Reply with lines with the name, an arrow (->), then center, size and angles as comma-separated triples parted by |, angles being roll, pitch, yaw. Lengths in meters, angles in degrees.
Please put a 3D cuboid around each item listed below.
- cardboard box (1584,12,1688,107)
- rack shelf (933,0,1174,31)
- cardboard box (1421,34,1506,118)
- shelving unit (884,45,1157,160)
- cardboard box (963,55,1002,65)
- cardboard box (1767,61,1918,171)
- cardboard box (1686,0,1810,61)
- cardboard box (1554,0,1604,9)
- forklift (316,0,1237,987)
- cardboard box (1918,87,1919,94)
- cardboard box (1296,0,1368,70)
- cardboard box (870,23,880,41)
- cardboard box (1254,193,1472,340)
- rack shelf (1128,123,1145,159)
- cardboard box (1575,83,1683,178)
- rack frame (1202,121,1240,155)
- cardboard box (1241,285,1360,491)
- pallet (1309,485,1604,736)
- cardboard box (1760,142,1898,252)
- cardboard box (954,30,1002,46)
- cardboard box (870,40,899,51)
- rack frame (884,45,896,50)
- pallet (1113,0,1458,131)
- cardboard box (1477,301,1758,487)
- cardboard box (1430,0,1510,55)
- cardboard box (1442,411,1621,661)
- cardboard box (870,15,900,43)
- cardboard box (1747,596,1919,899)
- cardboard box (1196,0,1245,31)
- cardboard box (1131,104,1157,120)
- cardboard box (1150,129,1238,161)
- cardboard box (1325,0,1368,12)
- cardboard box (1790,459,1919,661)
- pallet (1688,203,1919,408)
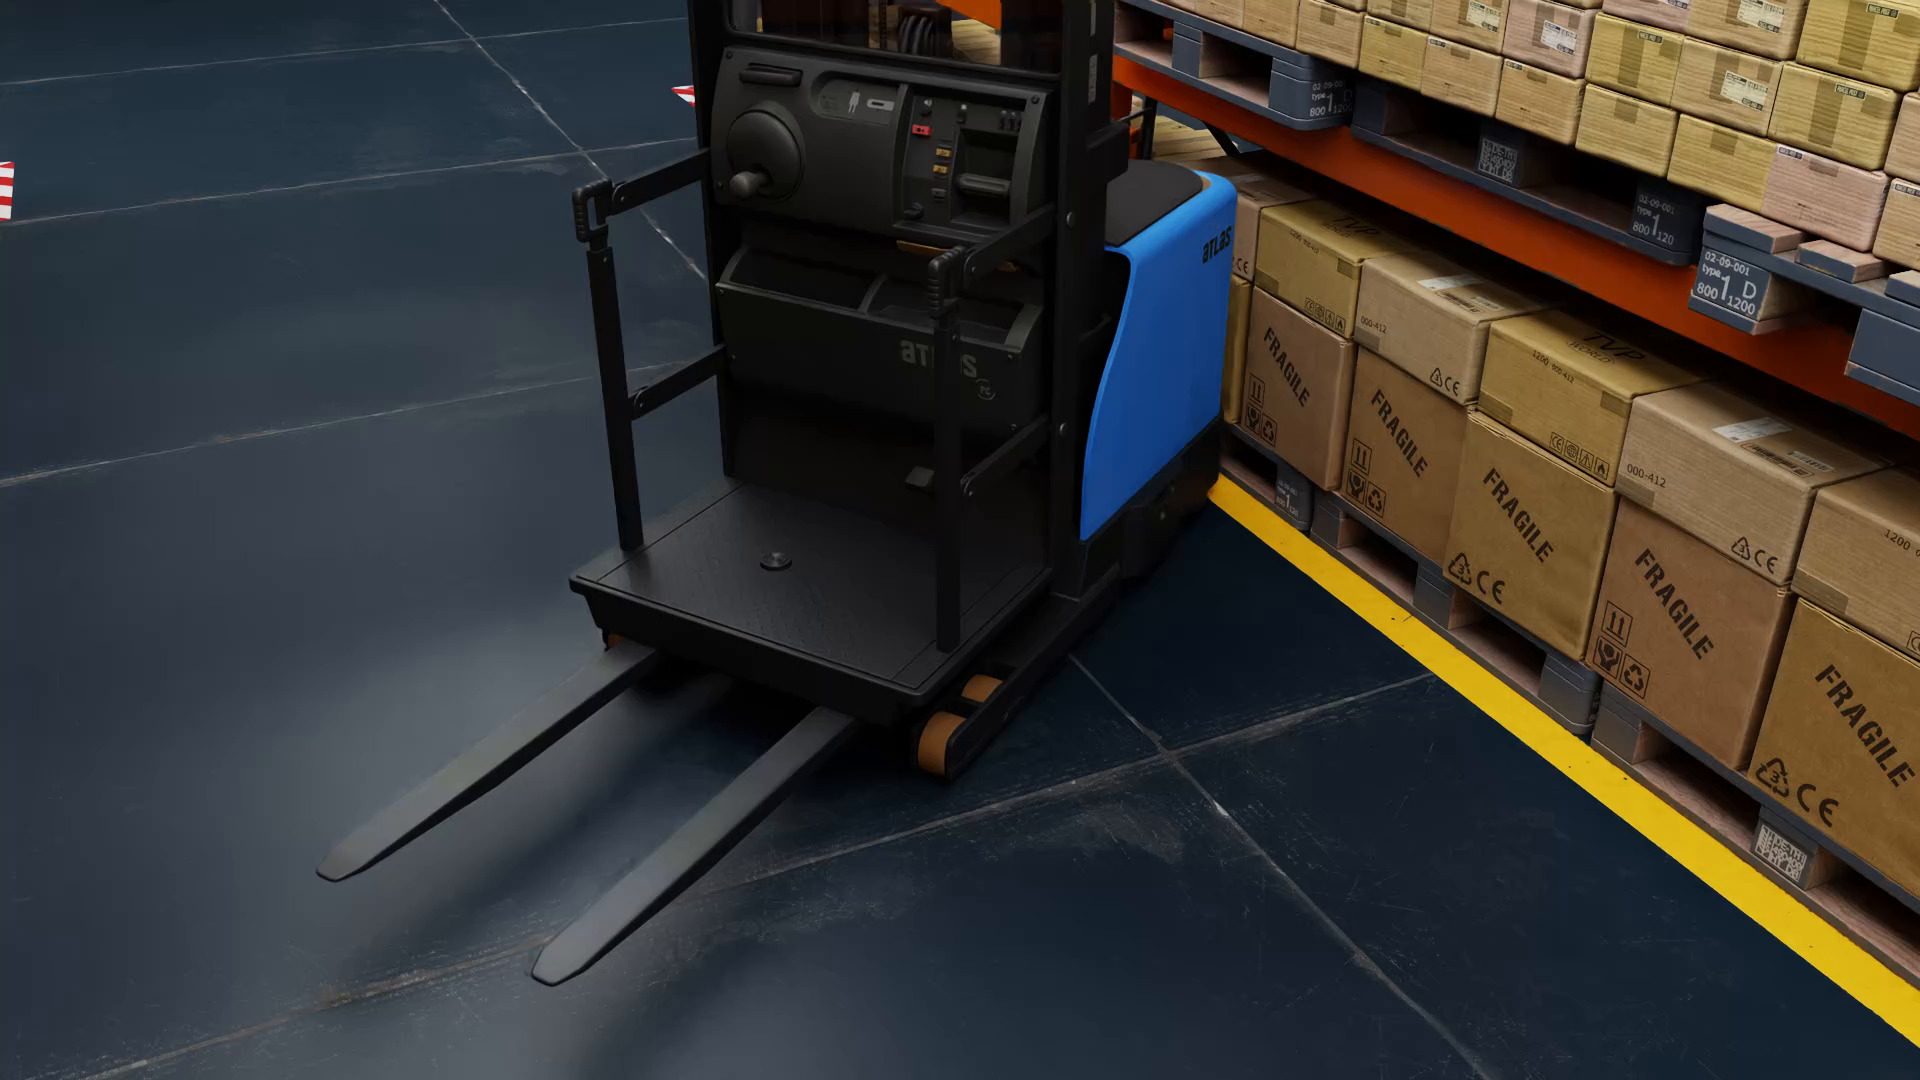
cardboard box -> 1.592, -1.058, 3.594 | 0.380, 0.149, 0.250 | -13, 32, -22
rack shelf -> 0.083, -2.615, 7.582 | 1.077, 0.370, 4.000 | -13, 32, -22
cardboard box -> 1.366, -1.161, 4.080 | 0.380, 0.149, 0.250 | -15, 32, -24
shelving unit -> 0.062, -1.078, 5.890 | 1.048, 1.125, 0.538 | 15, 27, 22
cardboard box -> 0.195, -2.245, 8.065 | 0.380, 0.149, 0.250 | -14, 32, -24
cardboard box -> 1.804, -0.837, 3.200 | 0.380, 0.149, 0.250 | -12, 32, -21
cardboard box -> 1.698, -1.076, 3.321 | 0.380, 0.149, 0.250 | -12, 31, -21
cardboard box -> 1.481, -1.303, 3.726 | 0.380, 0.149, 0.250 | -12, 31, -20
forklift -> -0.324, -0.936, 3.923 | 1.130, 2.935, 3.031 | 16, 33, 26
cardboard box -> 1.929, -0.843, 2.906 | 0.380, 0.149, 0.250 | -13, 32, -23
cardboard box -> 1.140, -1.392, 4.493 | 0.380, 0.149, 0.250 | -15, 32, -24
cardboard box -> -0.631, -2.612, 8.718 | 0.380, 0.149, 0.250 | -12, 32, -21
cardboard box -> 1.251, -0.849, 5.056 | 0.500, 0.250, 0.500 | -12, 32, -21
rack shelf -> 0.082, -1.343, 5.766 | 1.000, 0.278, 0.538 | 15, 27, 22
cardboard box -> 1.595, -0.926, 3.662 | 0.380, 0.149, 0.250 | -15, 32, -24
rack frame -> 0.942, -2.045, 5.830 | 1.000, 3.000, 0.127 | -13, 32, -22
cardboard box -> 1.248, -0.523, 5.241 | 0.500, 0.500, 0.500 | -12, 31, -20
pallet -> 1.805, 0.054, 4.937 | 1.003, 0.211, 1.213 | -13, 32, -22
cardboard box -> 1.816, -0.697, 3.253 | 0.380, 0.149, 0.250 | -13, 32, -21
cardboard box -> 0.016, -2.492, 8.505 | 0.380, 0.149, 0.250 | -14, 32, -24
cardboard box -> -0.457, -2.382, 8.308 | 0.380, 0.149, 0.250 | -15, 32, -24
rack frame -> -0.394, -1.202, 6.079 | 0.032, 1.125, 0.500 | 15, 27, 22
pallet -> 1.138, -1.593, 5.221 | 1.003, 0.211, 1.213 | -13, 32, -22
cardboard box -> 1.698, -0.394, 4.245 | 0.500, 0.250, 0.500 | -12, 32, -21
cardboard box -> 1.369, -1.287, 4.002 | 0.380, 0.149, 0.250 | -14, 32, -23
cardboard box -> 1.679, -0.067, 4.429 | 0.500, 0.500, 0.500 | -15, 32, -24
cardboard box -> -0.264, -2.708, 8.889 | 0.380, 0.149, 0.250 | -12, 32, -21
cardboard box -> 2.140, 0.393, 3.608 | 0.500, 0.500, 0.500 | -13, 32, -22
cardboard box -> 0.923, -1.616, 4.892 | 0.380, 0.149, 0.250 | -13, 32, -22
cardboard box -> 0.630, -1.786, 7.245 | 0.380, 0.149, 0.250 | -14, 32, -23
cardboard box -> 0.916, -1.574, 6.867 | 0.380, 0.149, 0.250 | -11, 31, -20
cardboard box -> 1.149, -1.517, 4.411 | 0.380, 0.149, 0.250 | -12, 31, -20
cardboard box -> 2.128, 0.055, 3.445 | 0.500, 0.250, 0.500 | -14, 32, -23
pallet -> 2.257, -0.487, 3.248 | 1.213, 0.211, 1.003 | -13, 32, -22
